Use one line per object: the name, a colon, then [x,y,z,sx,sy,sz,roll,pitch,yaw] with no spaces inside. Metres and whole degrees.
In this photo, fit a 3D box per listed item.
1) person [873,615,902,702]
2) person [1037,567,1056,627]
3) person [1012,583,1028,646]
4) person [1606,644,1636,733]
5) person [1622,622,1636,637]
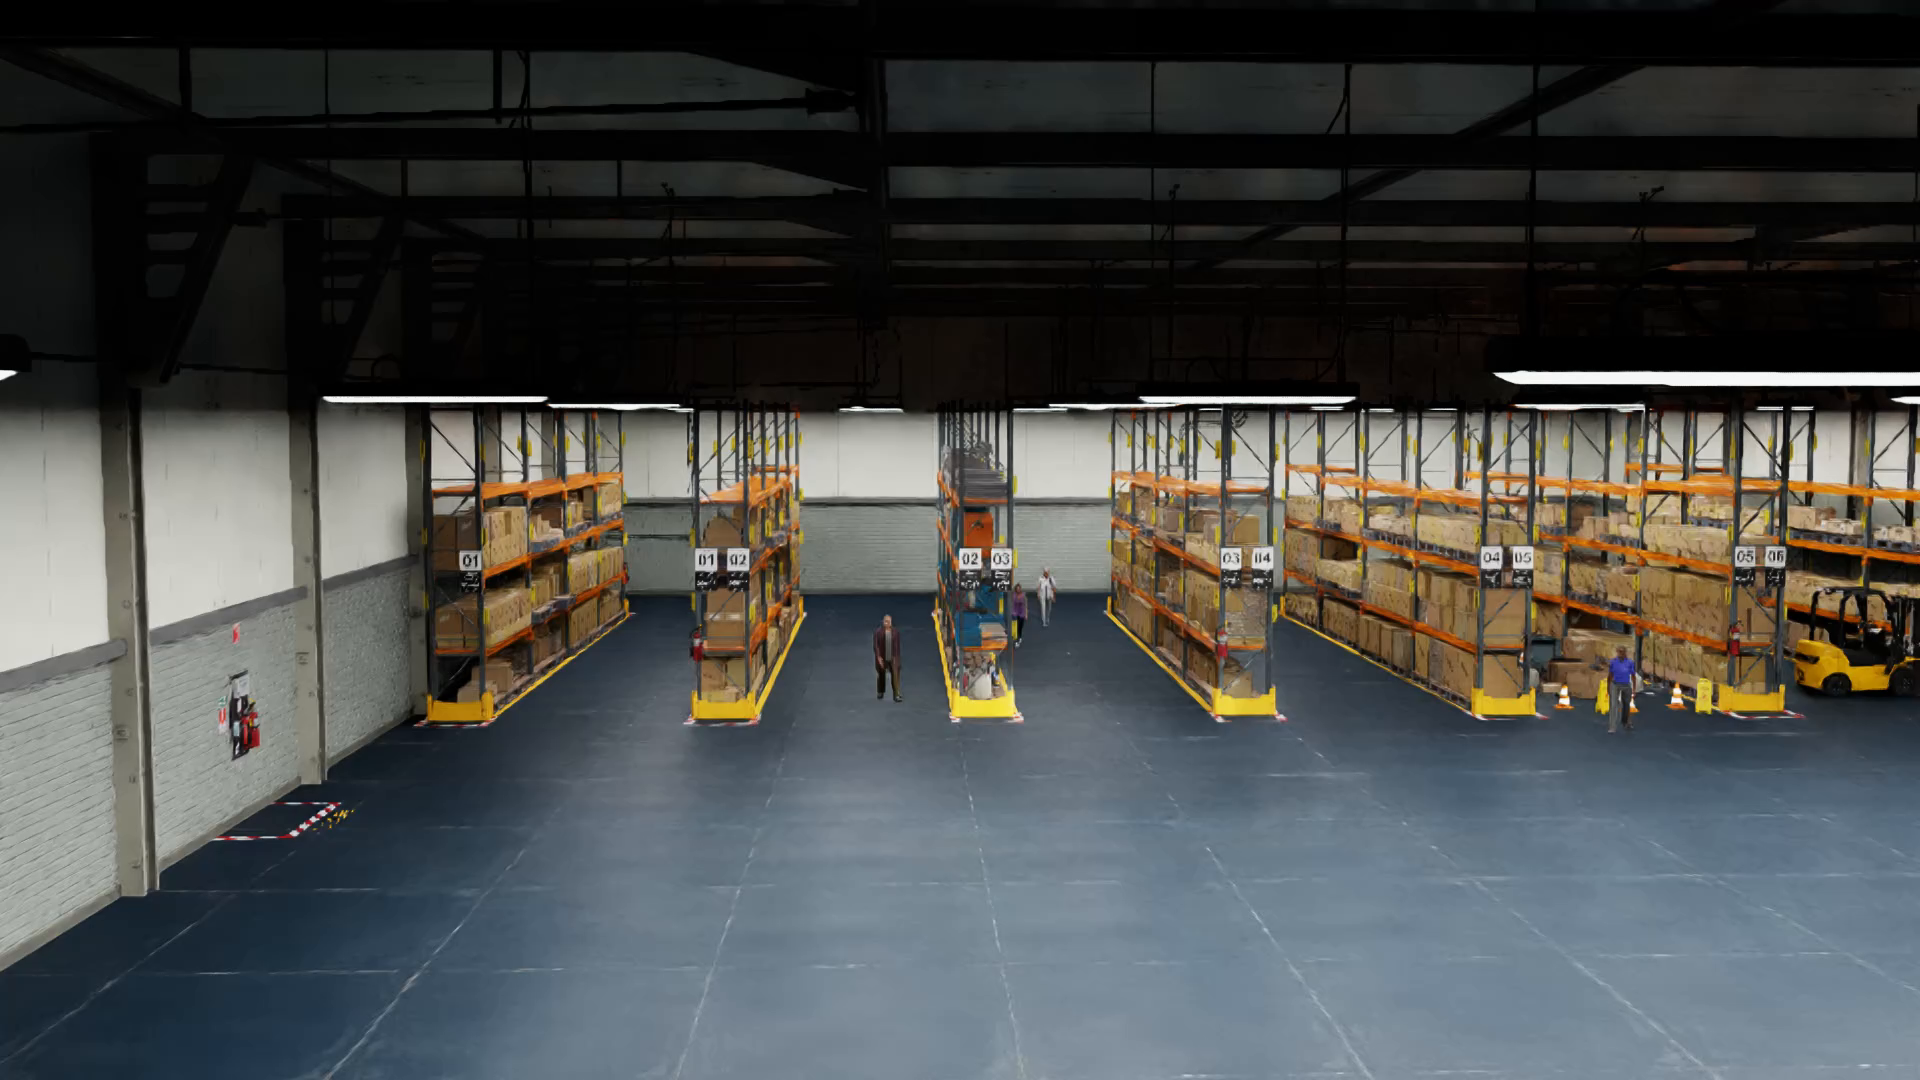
person: [-1.449,2.339,33.060,0.580,1.715,1.102,-1,4,-10]
person: [2.346,1.513,44.836,0.493,1.606,1.001,0,4,-3]
person: [1.465,1.827,41.074,0.432,1.539,0.948,0,4,-3]
person: [11.908,2.652,29.921,0.502,1.593,0.939,2,5,19]
person: [16.653,1.724,41.472,0.569,1.668,0.563,2,5,29]
